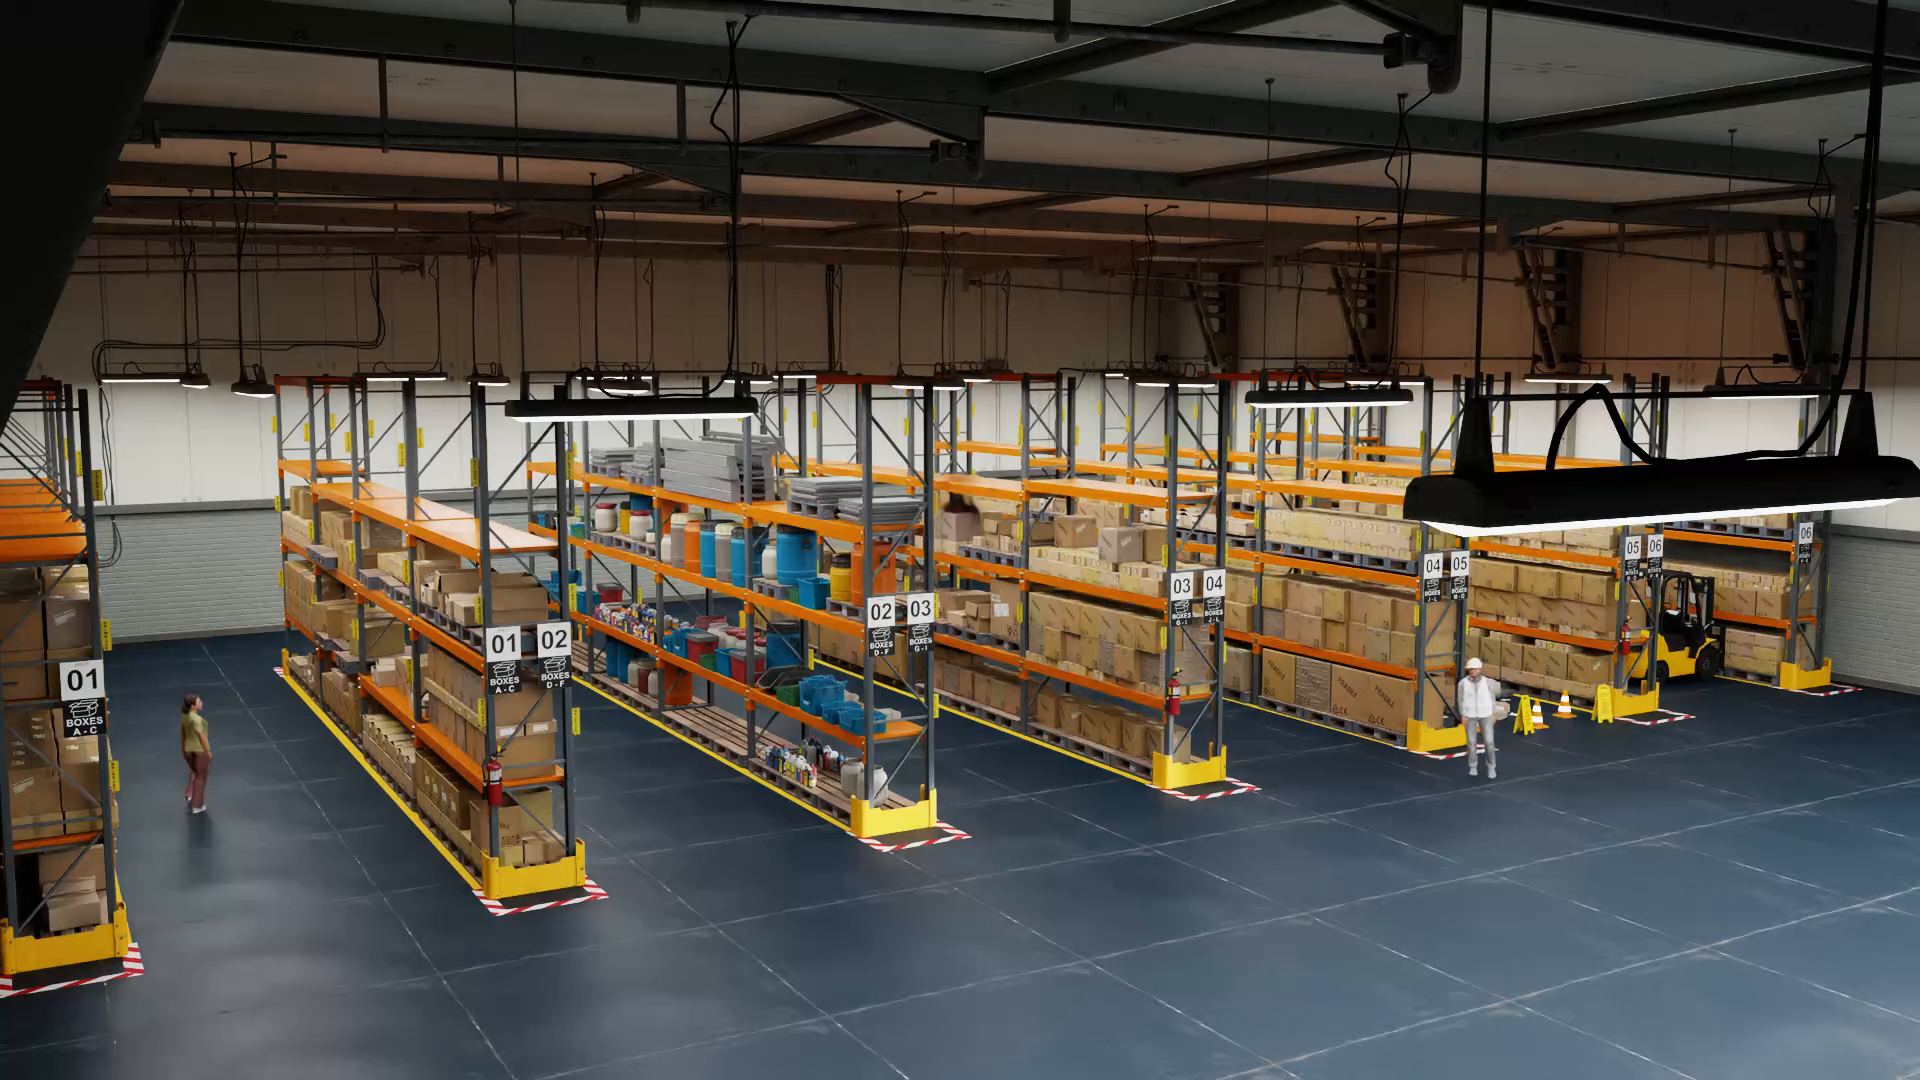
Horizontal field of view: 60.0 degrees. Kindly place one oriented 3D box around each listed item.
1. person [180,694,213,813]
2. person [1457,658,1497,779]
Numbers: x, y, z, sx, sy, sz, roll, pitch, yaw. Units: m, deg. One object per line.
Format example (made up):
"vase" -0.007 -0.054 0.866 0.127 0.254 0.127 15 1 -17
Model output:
"person" -10.628 2.960 23.182 0.472 1.679 0.444 1 6 8
"person" 7.866 2.698 25.276 0.608 1.815 0.409 2 6 15
